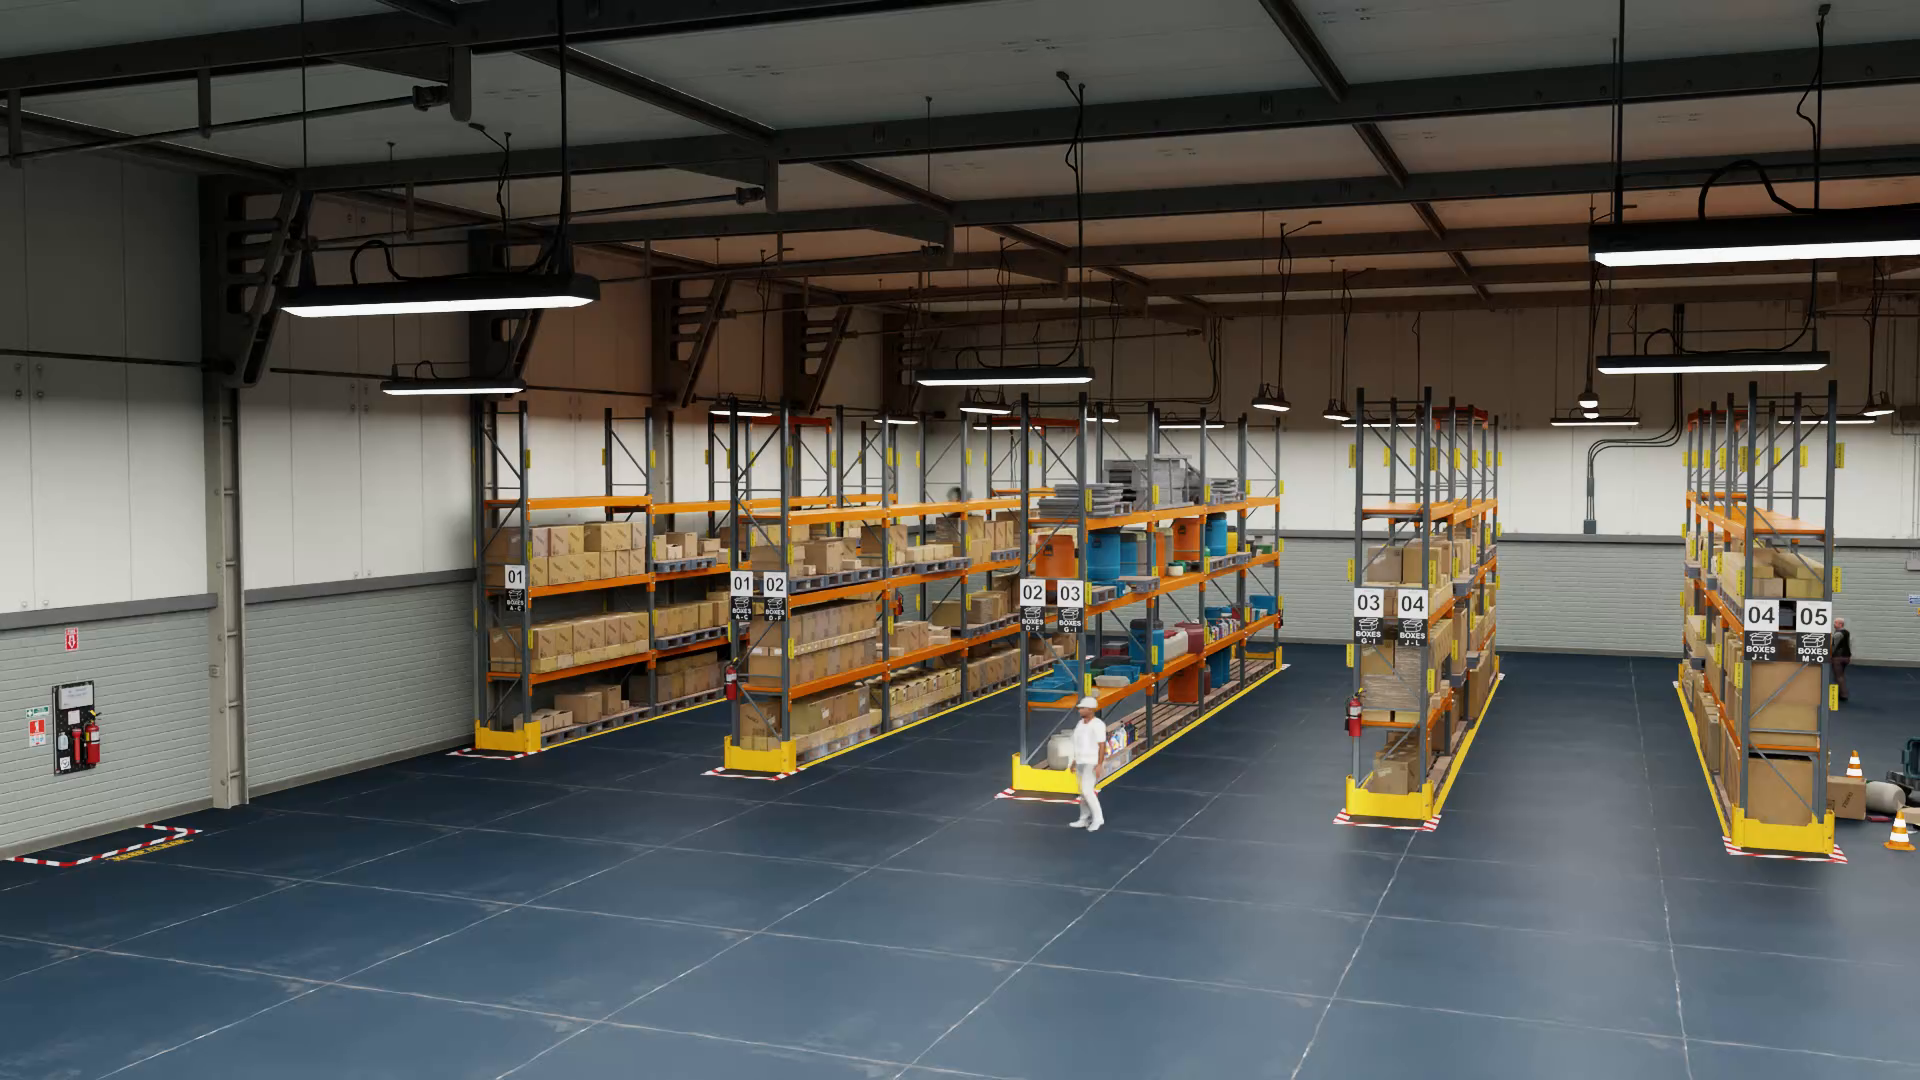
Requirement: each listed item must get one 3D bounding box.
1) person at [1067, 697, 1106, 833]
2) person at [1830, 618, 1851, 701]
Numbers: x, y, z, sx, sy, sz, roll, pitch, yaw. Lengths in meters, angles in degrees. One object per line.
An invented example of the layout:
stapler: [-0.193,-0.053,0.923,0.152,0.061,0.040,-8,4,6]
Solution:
person: [1.702,3.024,22.489,0.387,1.794,0.632,-2,3,-31]
person: [18.177,2.471,34.501,0.688,1.714,0.809,0,3,-9]
